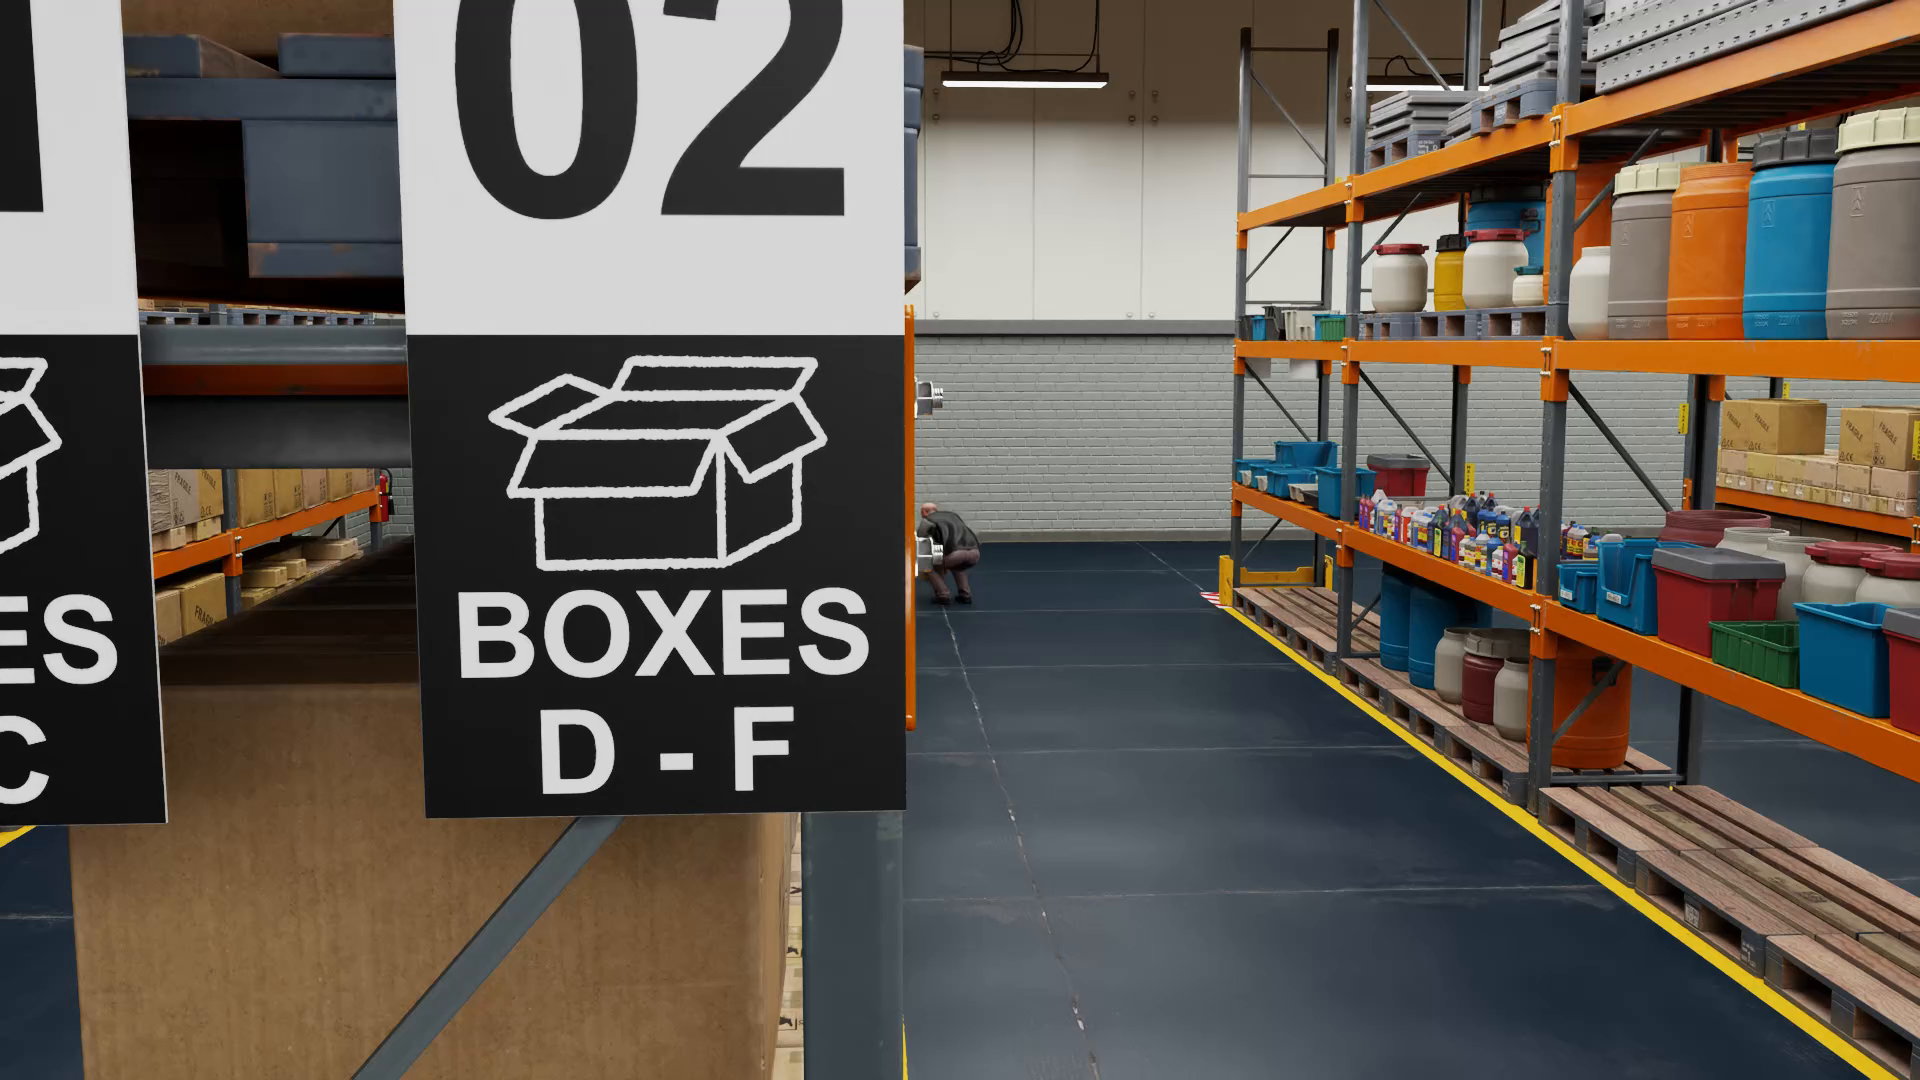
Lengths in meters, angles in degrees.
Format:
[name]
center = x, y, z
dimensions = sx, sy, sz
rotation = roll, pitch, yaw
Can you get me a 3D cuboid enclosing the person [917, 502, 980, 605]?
[person]
center = -0.159, 0.146, 17.926
dimensions = 0.553, 1.062, 0.829
rotation = -4, 8, -30
